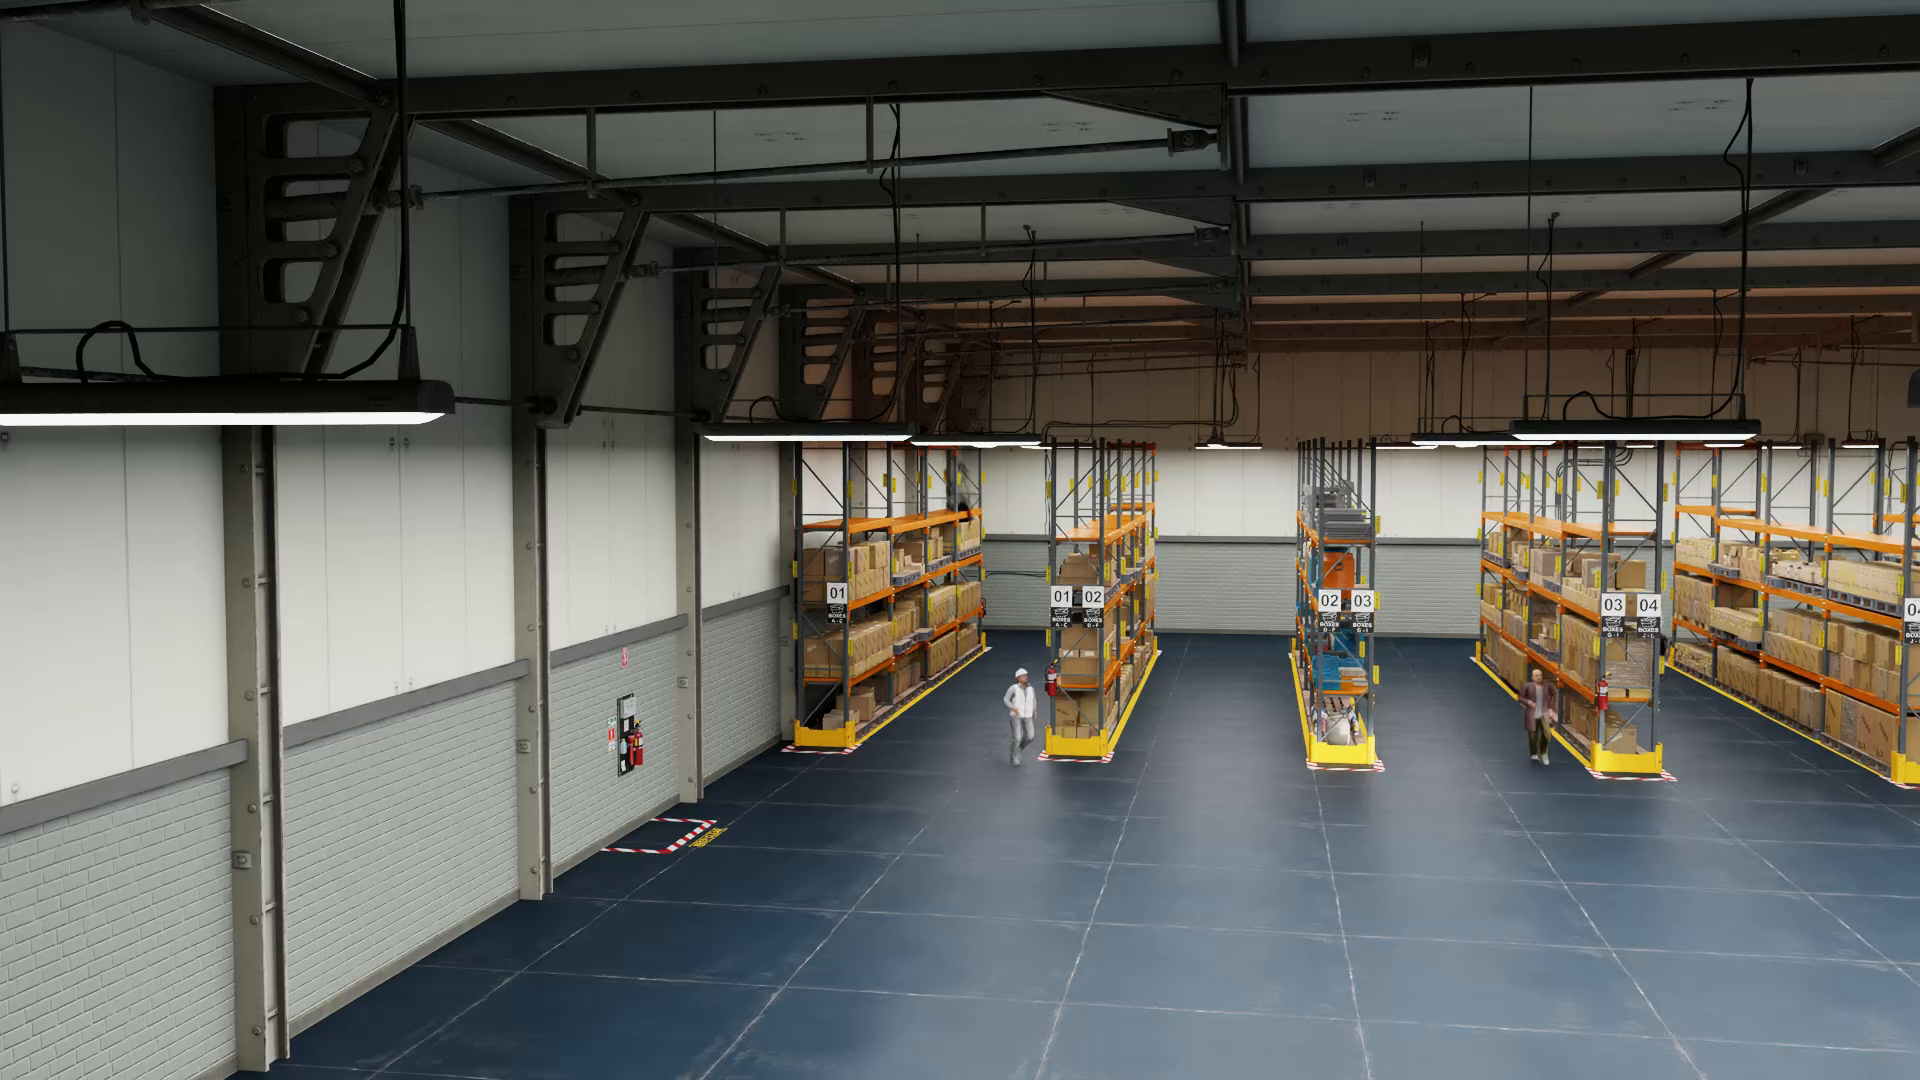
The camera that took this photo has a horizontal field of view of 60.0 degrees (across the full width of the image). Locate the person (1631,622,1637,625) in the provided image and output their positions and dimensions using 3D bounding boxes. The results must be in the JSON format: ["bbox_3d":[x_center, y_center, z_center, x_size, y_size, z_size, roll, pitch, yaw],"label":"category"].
[{"bbox_3d":[18.272,2.531,45.459,0.698,1.637,0.692,-1,3,-25],"label":"person"}]

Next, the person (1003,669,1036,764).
[{"bbox_3d":[1.158,3.244,30.543,0.687,1.739,0.510,-1,3,-21],"label":"person"}]

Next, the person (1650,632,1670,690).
[{"bbox_3d":[16.550,2.794,39.559,0.682,1.680,0.703,1,3,14],"label":"person"}]

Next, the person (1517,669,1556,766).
[{"bbox_3d":[10.556,3.231,30.403,0.718,1.748,0.787,1,3,11],"label":"person"}]
